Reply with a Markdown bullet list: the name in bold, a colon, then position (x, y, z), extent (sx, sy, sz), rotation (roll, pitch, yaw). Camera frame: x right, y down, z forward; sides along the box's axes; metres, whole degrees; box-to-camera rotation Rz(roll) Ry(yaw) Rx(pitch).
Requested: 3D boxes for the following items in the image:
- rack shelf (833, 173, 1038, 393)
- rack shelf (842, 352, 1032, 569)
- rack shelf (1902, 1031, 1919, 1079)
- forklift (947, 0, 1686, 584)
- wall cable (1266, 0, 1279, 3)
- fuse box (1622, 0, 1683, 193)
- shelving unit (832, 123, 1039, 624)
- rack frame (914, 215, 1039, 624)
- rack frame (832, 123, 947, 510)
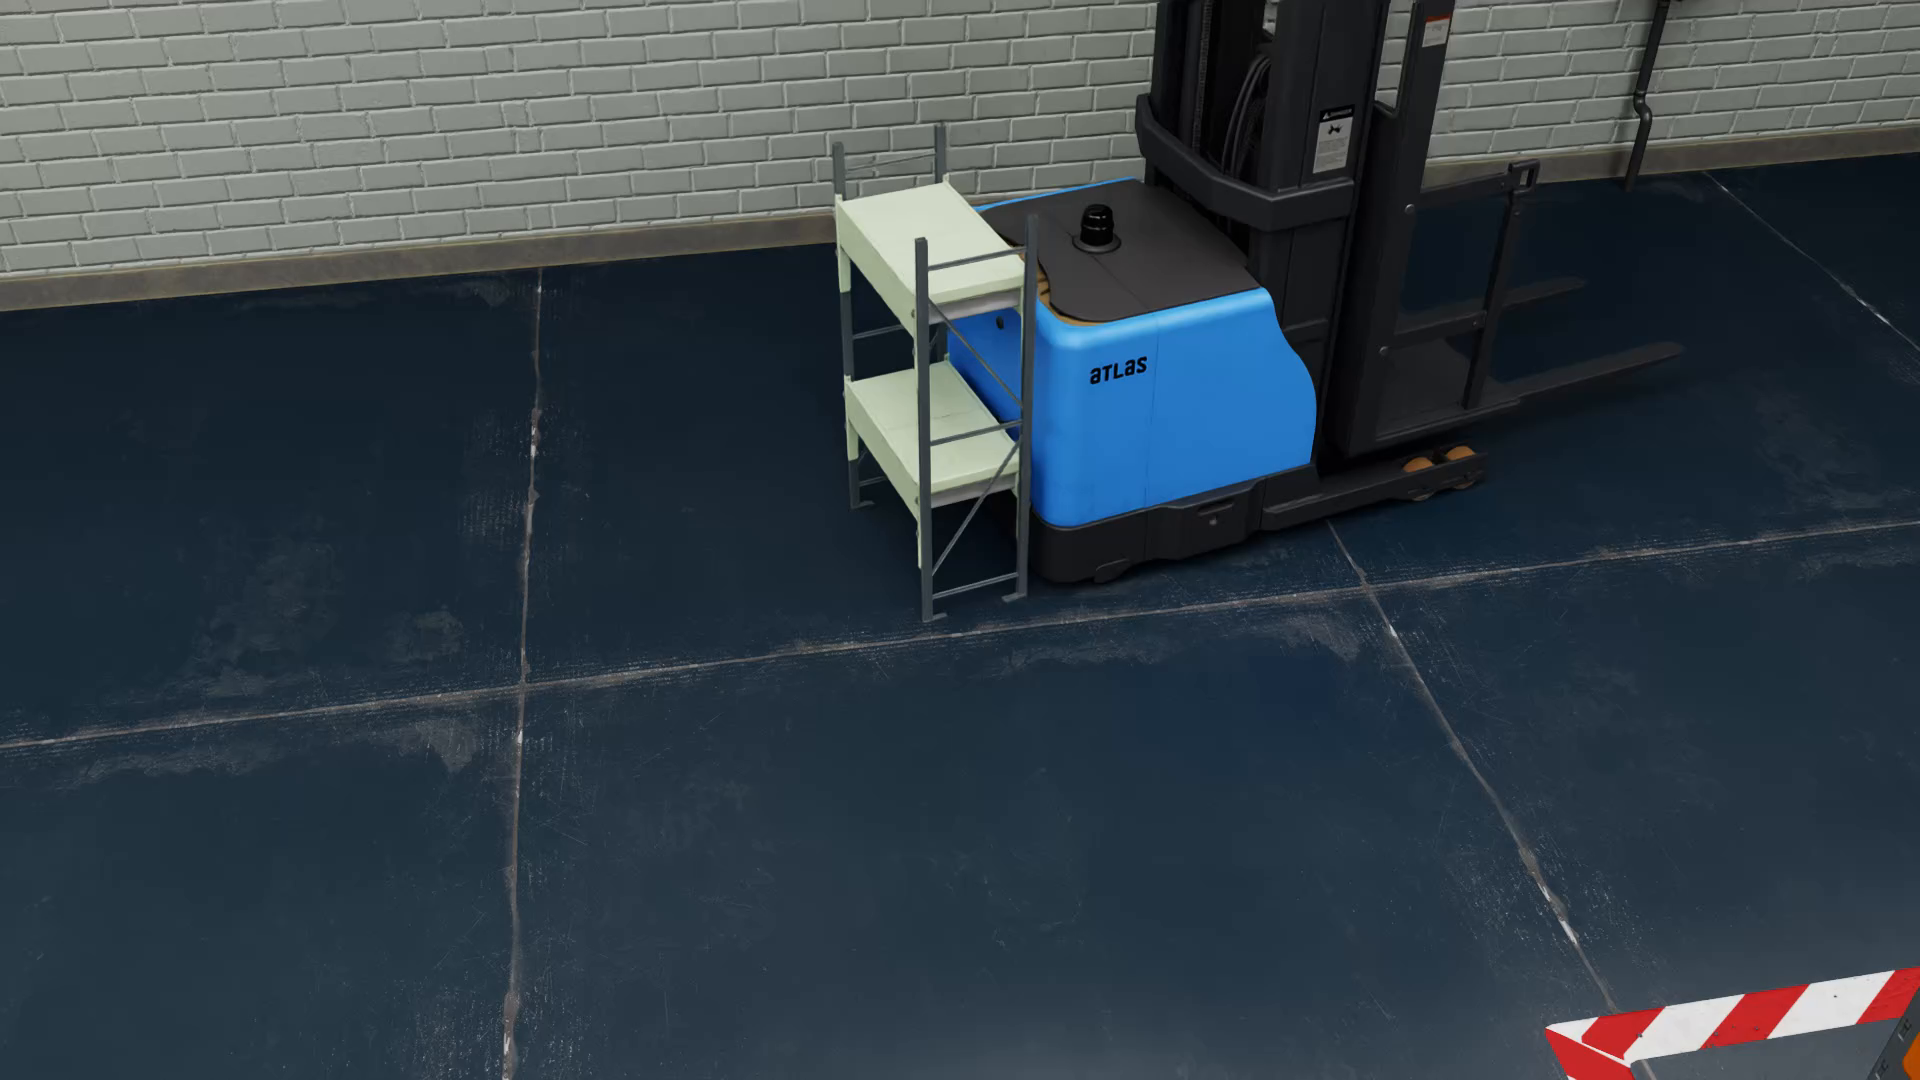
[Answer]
- **rack shelf**: position (-0.092, -0.864, 5.503), extent (0.431, 0.370, 0.720), rotation (-15, 40, -18)
- **rack shelf**: position (-0.092, -0.298, 5.943), extent (0.431, 0.370, 0.720), rotation (-15, 40, -18)
- **rack shelf**: position (2.742, 2.060, 1.740), extent (1.077, 0.370, 4.000), rotation (-6, 38, -8)
- **forklift**: position (1.497, -1.591, 5.909), extent (3.031, 2.935, 1.130), rotation (-15, 40, -18)
- **wall cable**: position (1.380, -3.249, 7.133), extent (0.585, 1.953, 0.123), rotation (-6, 38, -8)
- **fuse box**: position (3.474, -2.464, 8.027), extent (0.539, 1.711, 0.414), rotation (-6, 38, -8)
- **shelving unit**: position (-0.092, -0.556, 5.743), extent (0.431, 1.500, 0.755), rotation (-15, 40, -18)
- **rack frame**: position (0.052, -0.349, 5.477), extent (0.400, 1.500, 0.023), rotation (-15, 40, -18)
- **rack frame**: position (-0.236, -0.762, 6.009), extent (0.400, 1.500, 0.023), rotation (-15, 40, -18)
